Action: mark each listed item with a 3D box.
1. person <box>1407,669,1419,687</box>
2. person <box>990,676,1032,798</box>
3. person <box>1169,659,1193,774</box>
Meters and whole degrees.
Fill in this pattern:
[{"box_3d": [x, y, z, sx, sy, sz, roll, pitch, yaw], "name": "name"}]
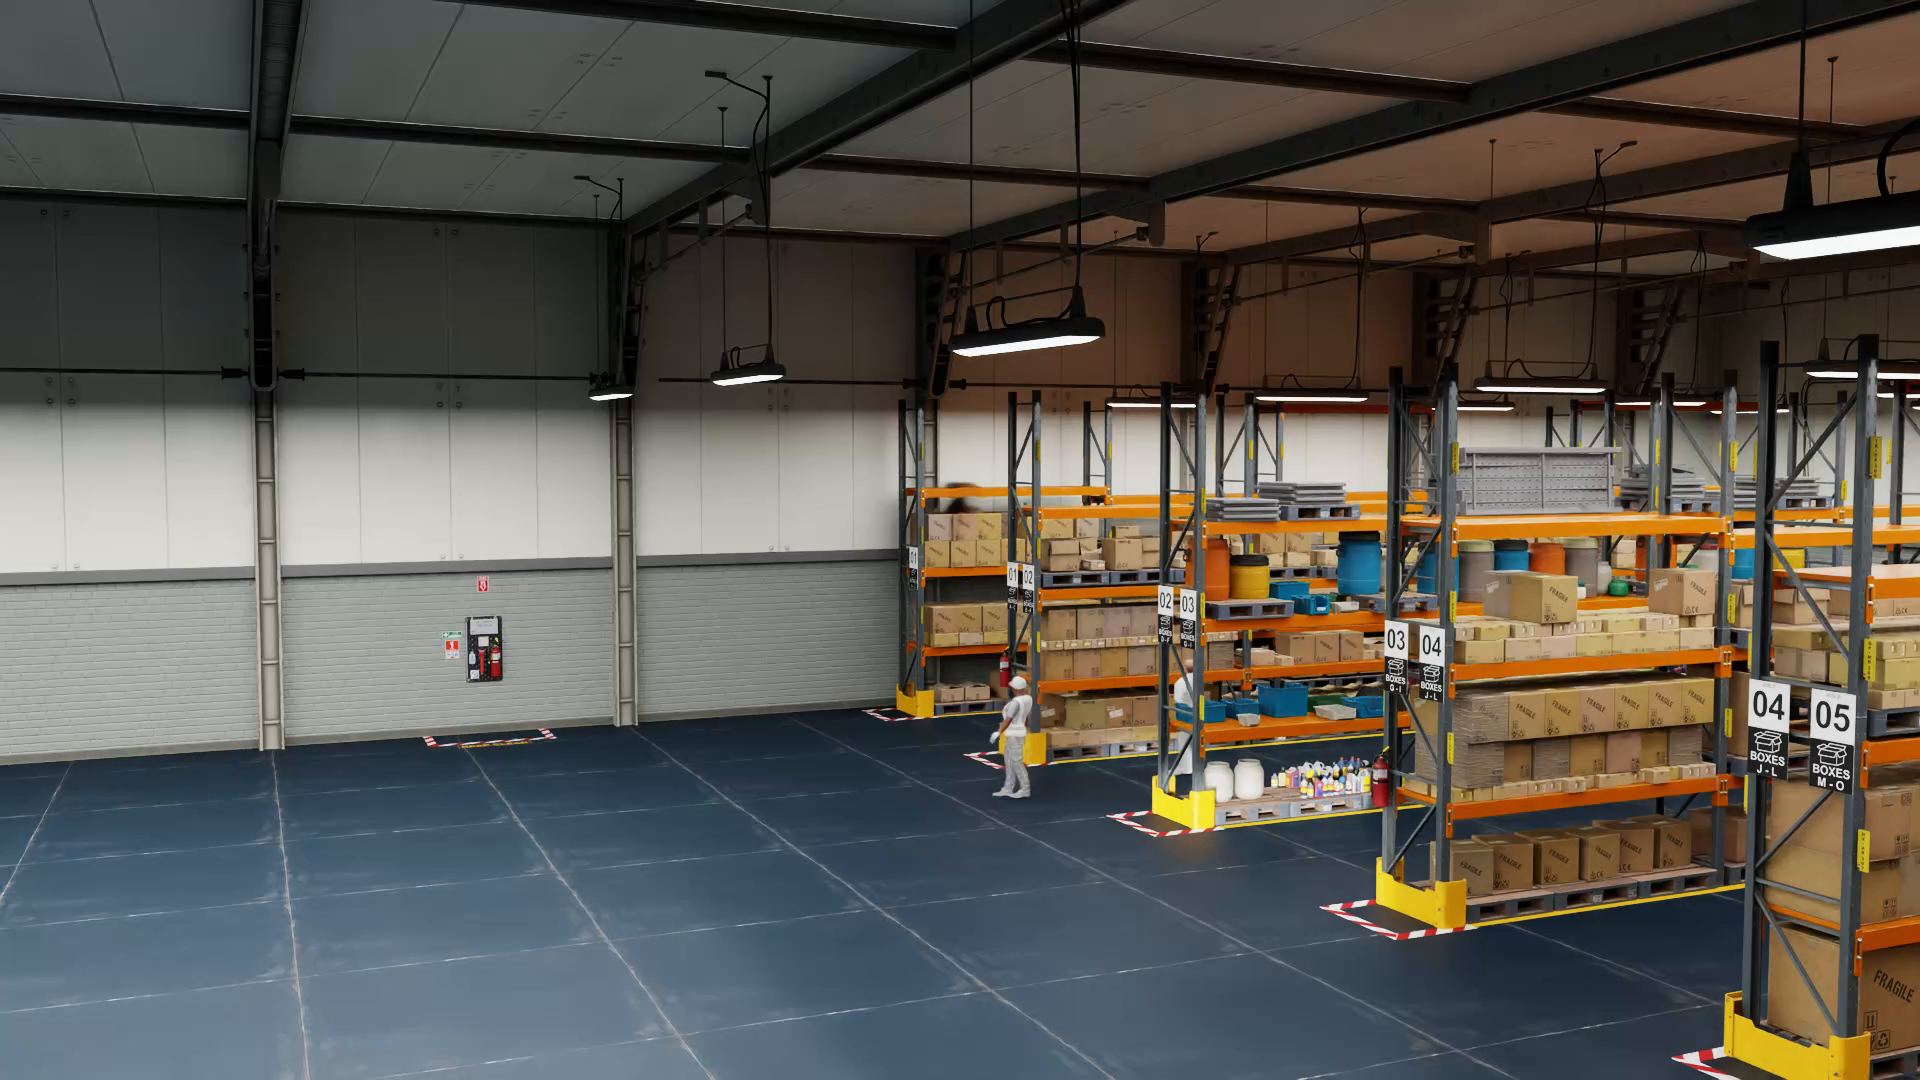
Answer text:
[{"box_3d": [9.403, 2.363, 34.426, 0.823, 1.554, 0.458, -1, 4, -24], "name": "person"}, {"box_3d": [0.744, 2.872, 24.176, 0.623, 1.793, 0.581, 0, 3, -1], "name": "person"}, {"box_3d": [3.507, 2.745, 25.990, 0.434, 1.786, 0.610, 1, 4, 19], "name": "person"}]
